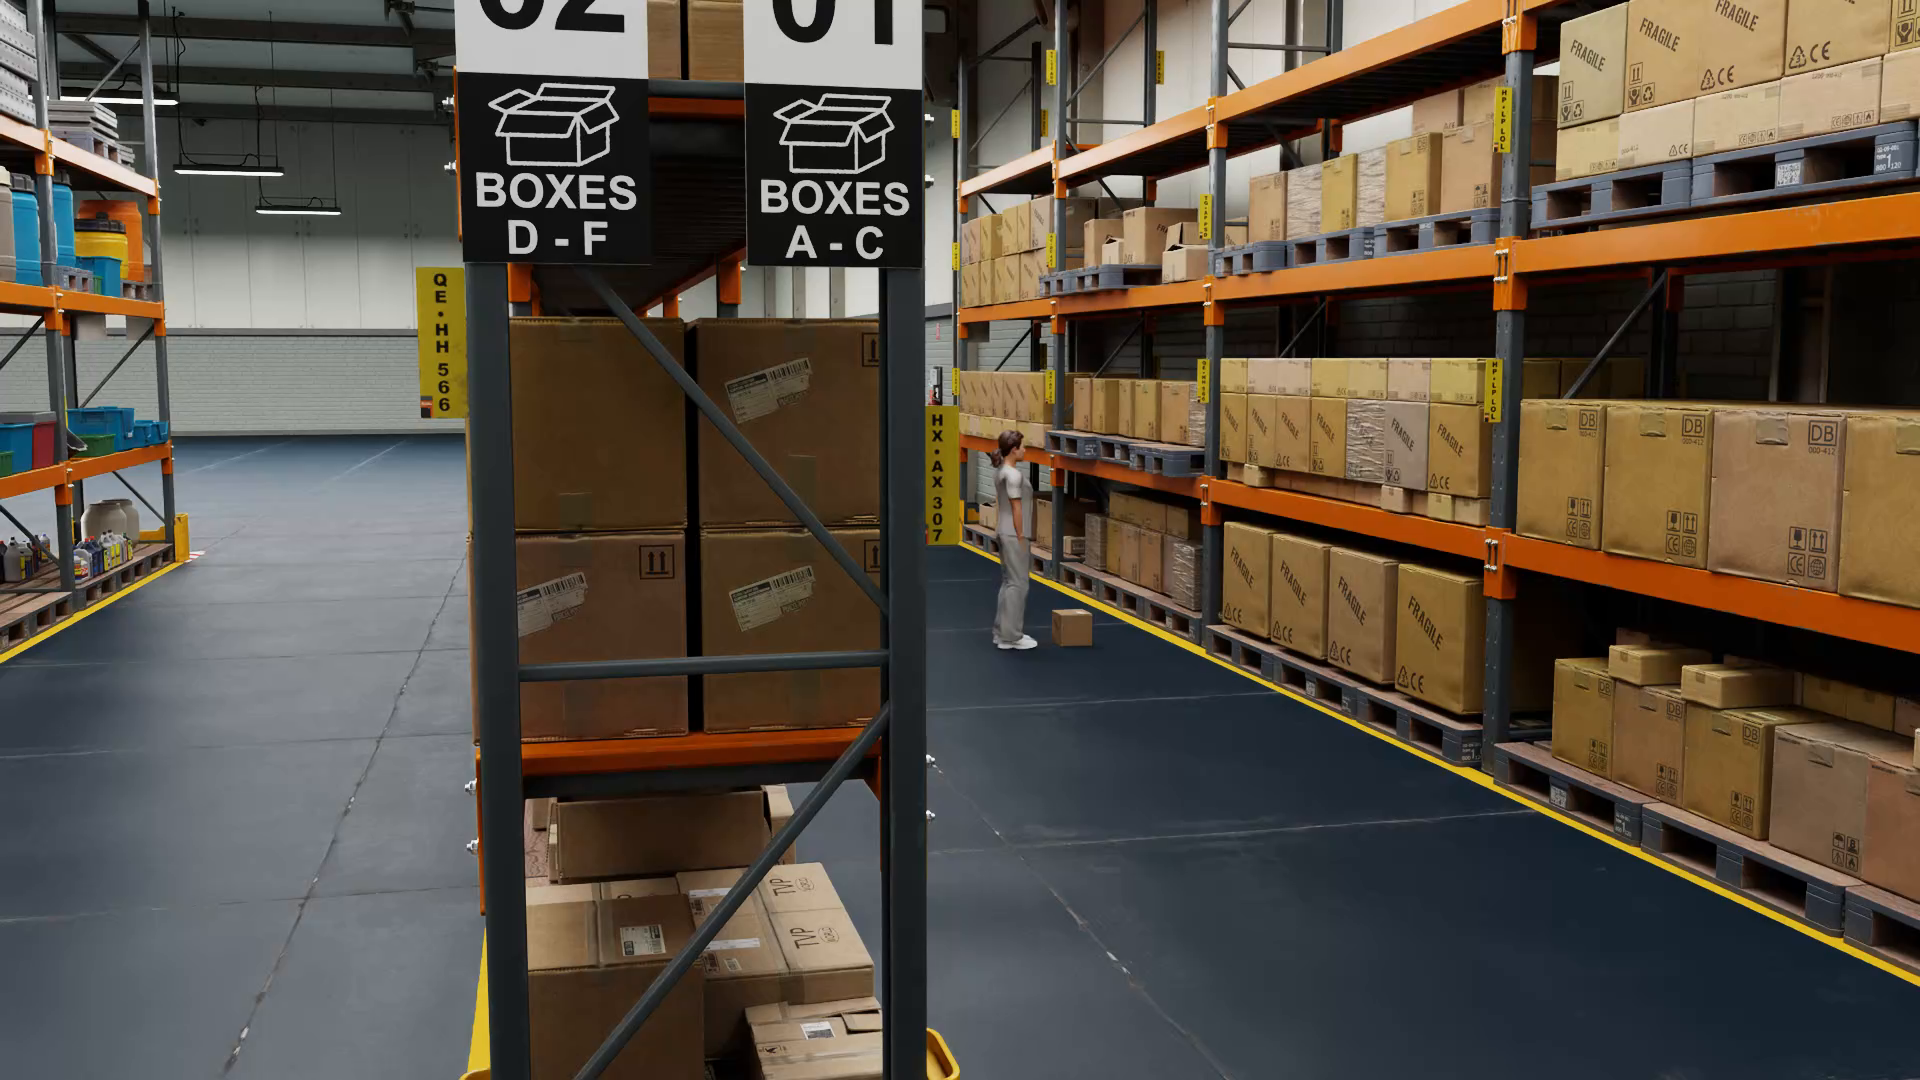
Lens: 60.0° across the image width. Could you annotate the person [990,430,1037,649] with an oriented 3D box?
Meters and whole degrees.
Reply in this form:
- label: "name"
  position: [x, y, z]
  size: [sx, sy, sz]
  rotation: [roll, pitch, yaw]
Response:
- label: "person"
  position: [0.403, -0.009, 12.769]
  size: [0.349, 1.670, 0.437]
  rotation: [-1, 6, -12]
